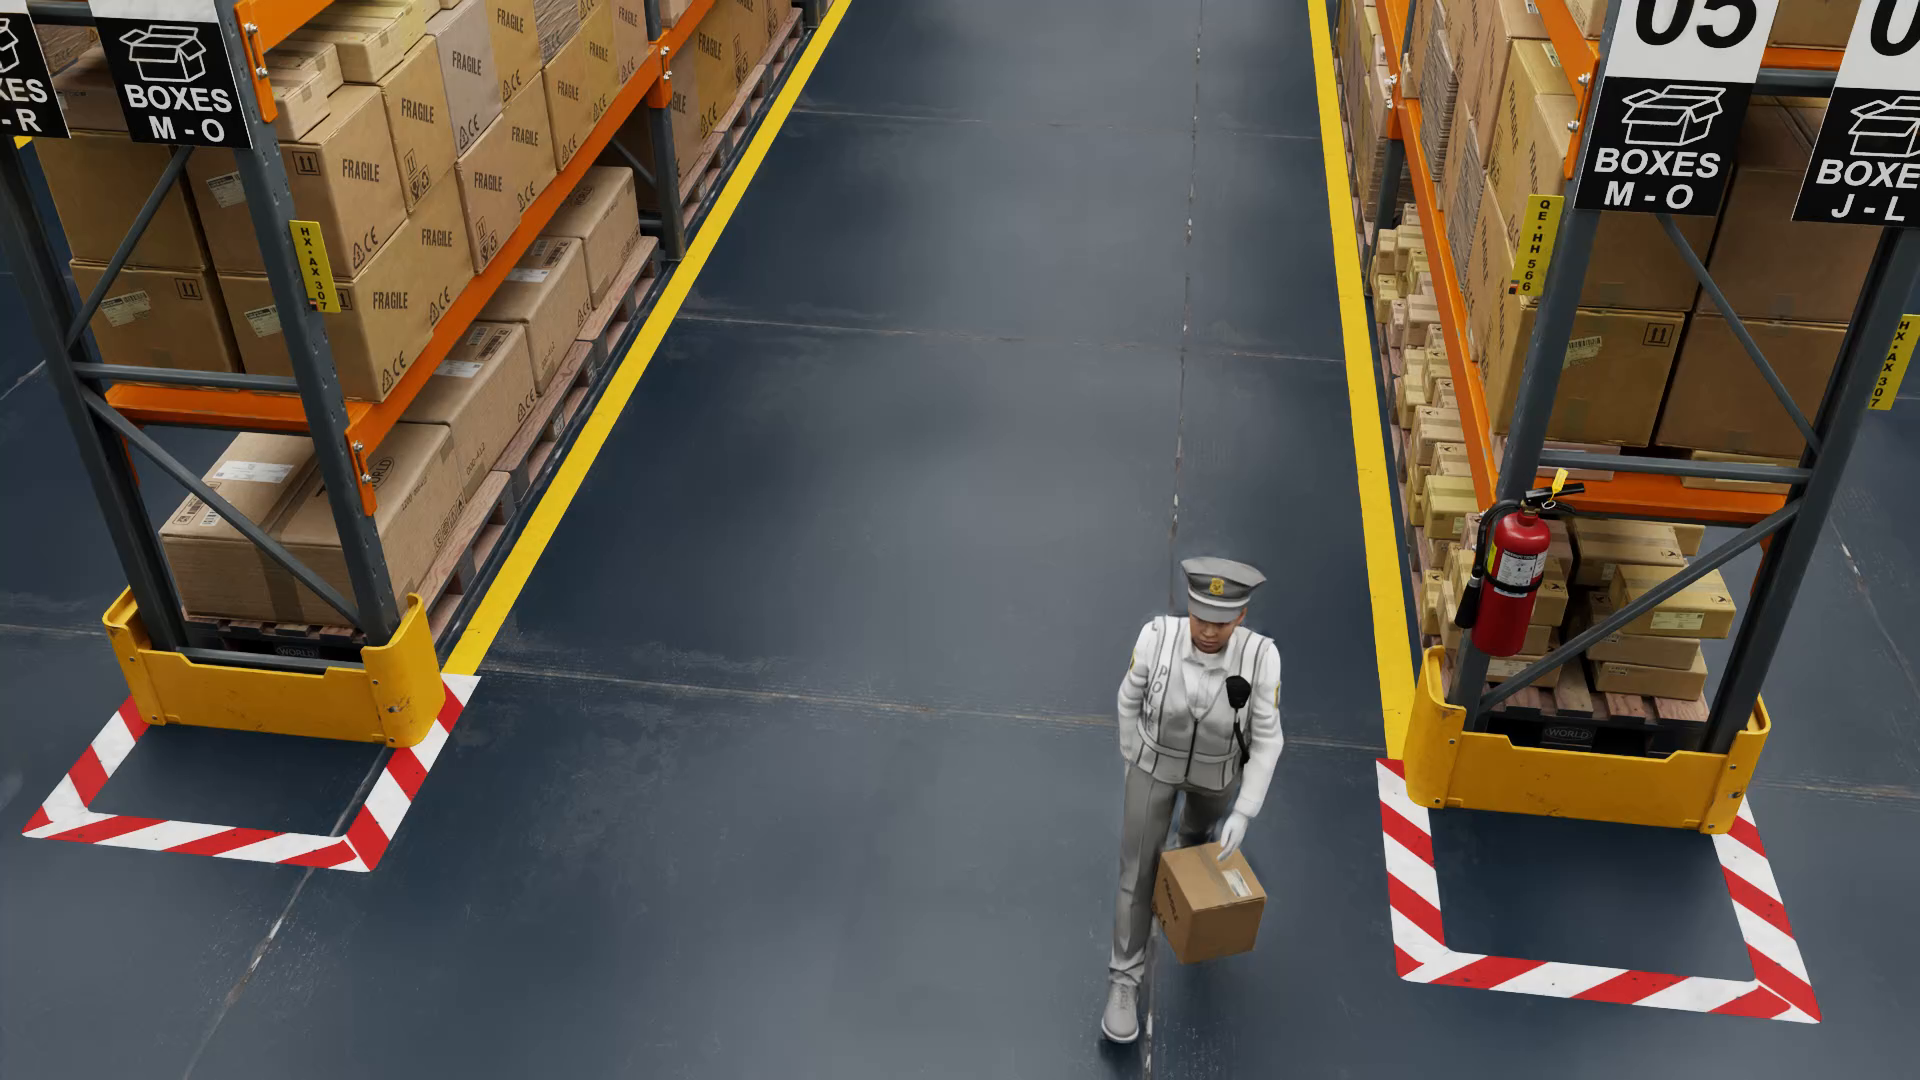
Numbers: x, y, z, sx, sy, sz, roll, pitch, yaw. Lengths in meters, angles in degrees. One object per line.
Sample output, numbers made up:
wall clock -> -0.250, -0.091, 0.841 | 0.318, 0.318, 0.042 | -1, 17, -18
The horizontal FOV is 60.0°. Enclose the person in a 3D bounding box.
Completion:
person -> 0.721, 0.732, 5.135 | 0.506, 1.638, 0.946 | 5, 37, 6
